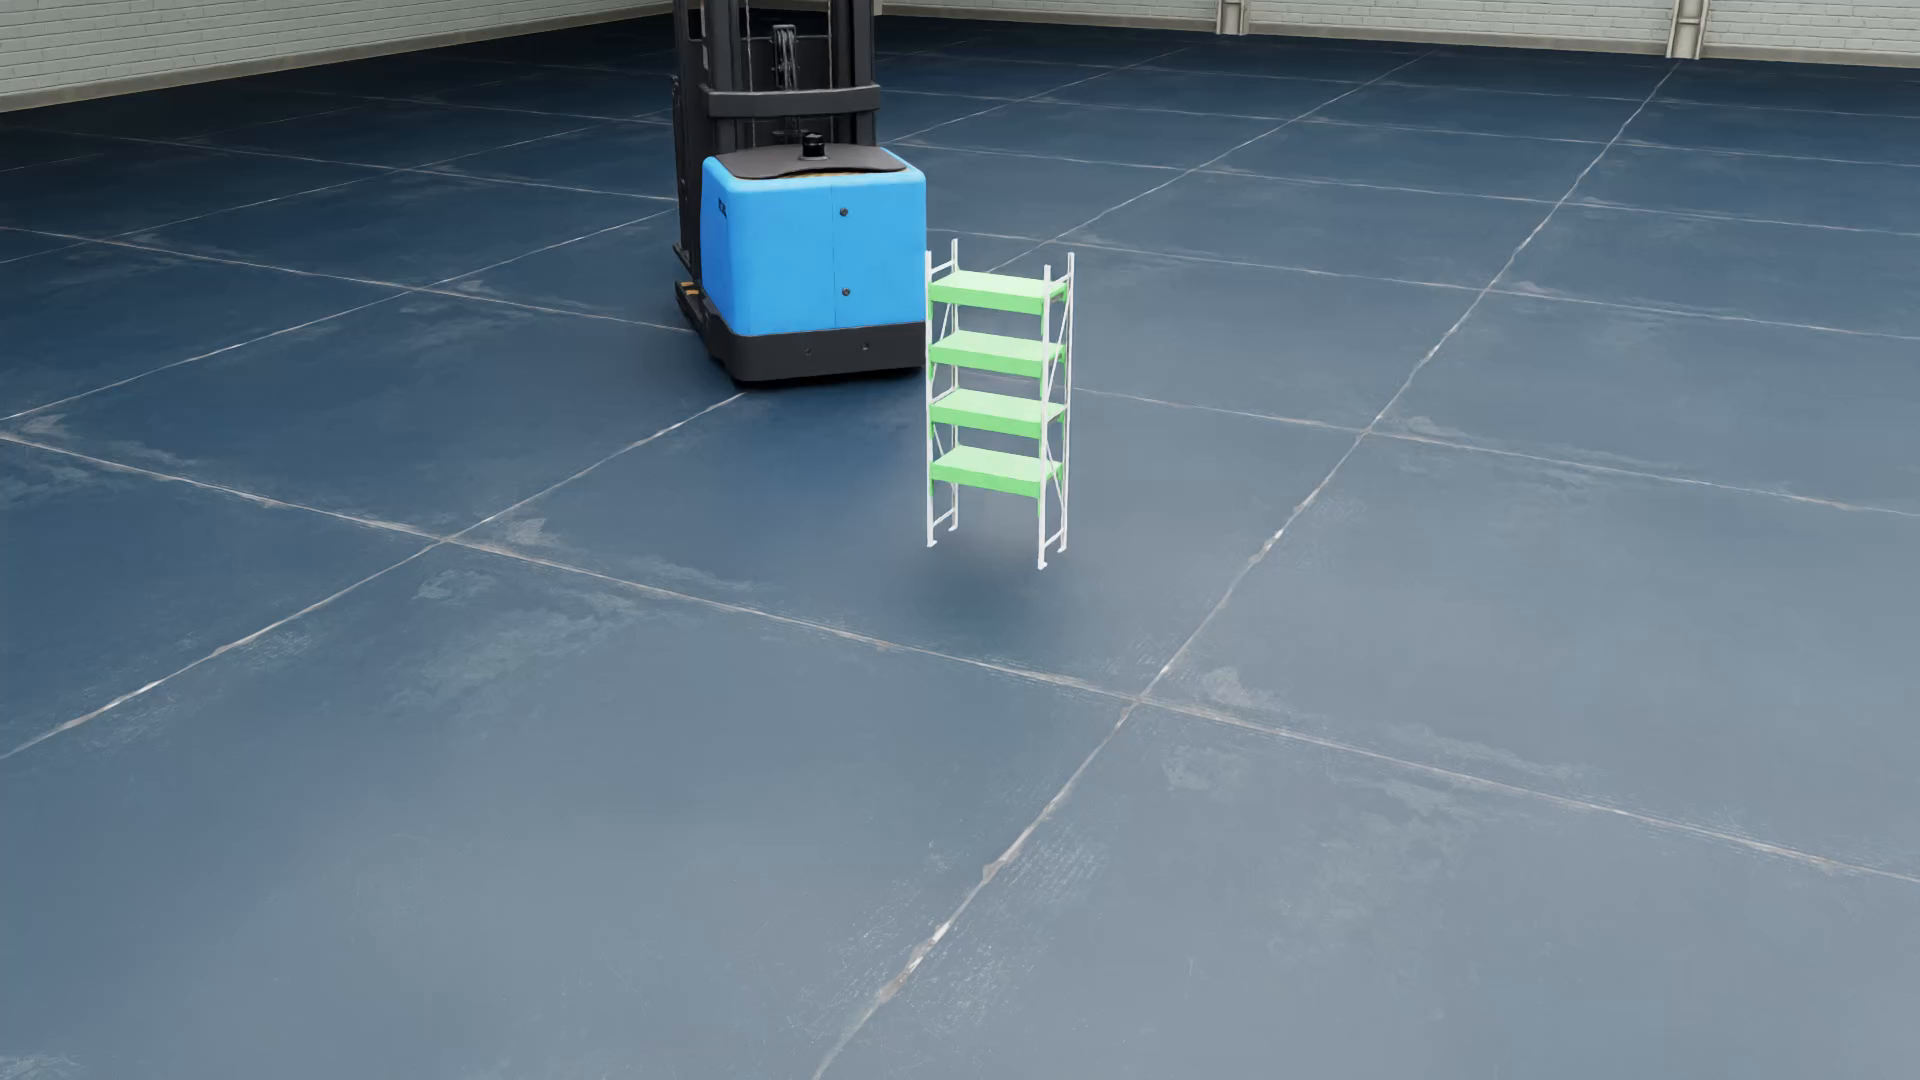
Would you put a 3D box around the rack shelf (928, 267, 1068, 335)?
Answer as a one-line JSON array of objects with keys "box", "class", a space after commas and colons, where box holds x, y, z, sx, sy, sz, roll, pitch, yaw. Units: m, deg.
[{"box": [0.148, -0.906, 6.284, 0.480, 0.148, 0.258, 11, 25, 25], "class": "rack shelf"}]

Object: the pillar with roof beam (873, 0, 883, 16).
[{"box": [-3.406, -10.926, 20.942, 0.400, 9.000, 9.100, 11, 25, 25], "class": "pillar with roof beam"}]

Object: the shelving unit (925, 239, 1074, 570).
[{"box": [0.148, -0.523, 6.446, 0.503, 1.200, 0.258, 11, 25, 25], "class": "shelving unit"}]

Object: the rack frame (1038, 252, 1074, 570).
[{"box": [0.365, -0.480, 6.345, 0.015, 1.200, 0.240, 11, 25, 25], "class": "rack frame"}]

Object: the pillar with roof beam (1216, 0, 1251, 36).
[{"box": [1.949, -9.866, 18.451, 0.400, 9.000, 9.100, 11, 25, 25], "class": "pillar with roof beam"}]

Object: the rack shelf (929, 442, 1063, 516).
[{"box": [0.148, -0.243, 6.565, 0.480, 0.148, 0.258, 11, 25, 25], "class": "rack shelf"}]

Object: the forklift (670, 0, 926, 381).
[{"box": [-1.082, -2.705, 9.365, 1.130, 2.935, 3.031, -7, 24, -16], "class": "forklift"}]

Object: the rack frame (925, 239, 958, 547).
[{"box": [-0.070, -0.566, 6.548, 0.015, 1.200, 0.240, 11, 25, 25], "class": "rack frame"}]

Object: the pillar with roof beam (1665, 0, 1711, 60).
[{"box": [7.303, -8.807, 15.960, 0.400, 9.000, 9.100, 11, 25, 25], "class": "pillar with roof beam"}]

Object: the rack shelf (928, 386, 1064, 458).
[{"box": [0.148, -0.464, 6.471, 0.480, 0.148, 0.258, 11, 25, 25], "class": "rack shelf"}]

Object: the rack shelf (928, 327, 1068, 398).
[{"box": [0.148, -0.685, 6.378, 0.480, 0.148, 0.258, 11, 25, 25], "class": "rack shelf"}]
